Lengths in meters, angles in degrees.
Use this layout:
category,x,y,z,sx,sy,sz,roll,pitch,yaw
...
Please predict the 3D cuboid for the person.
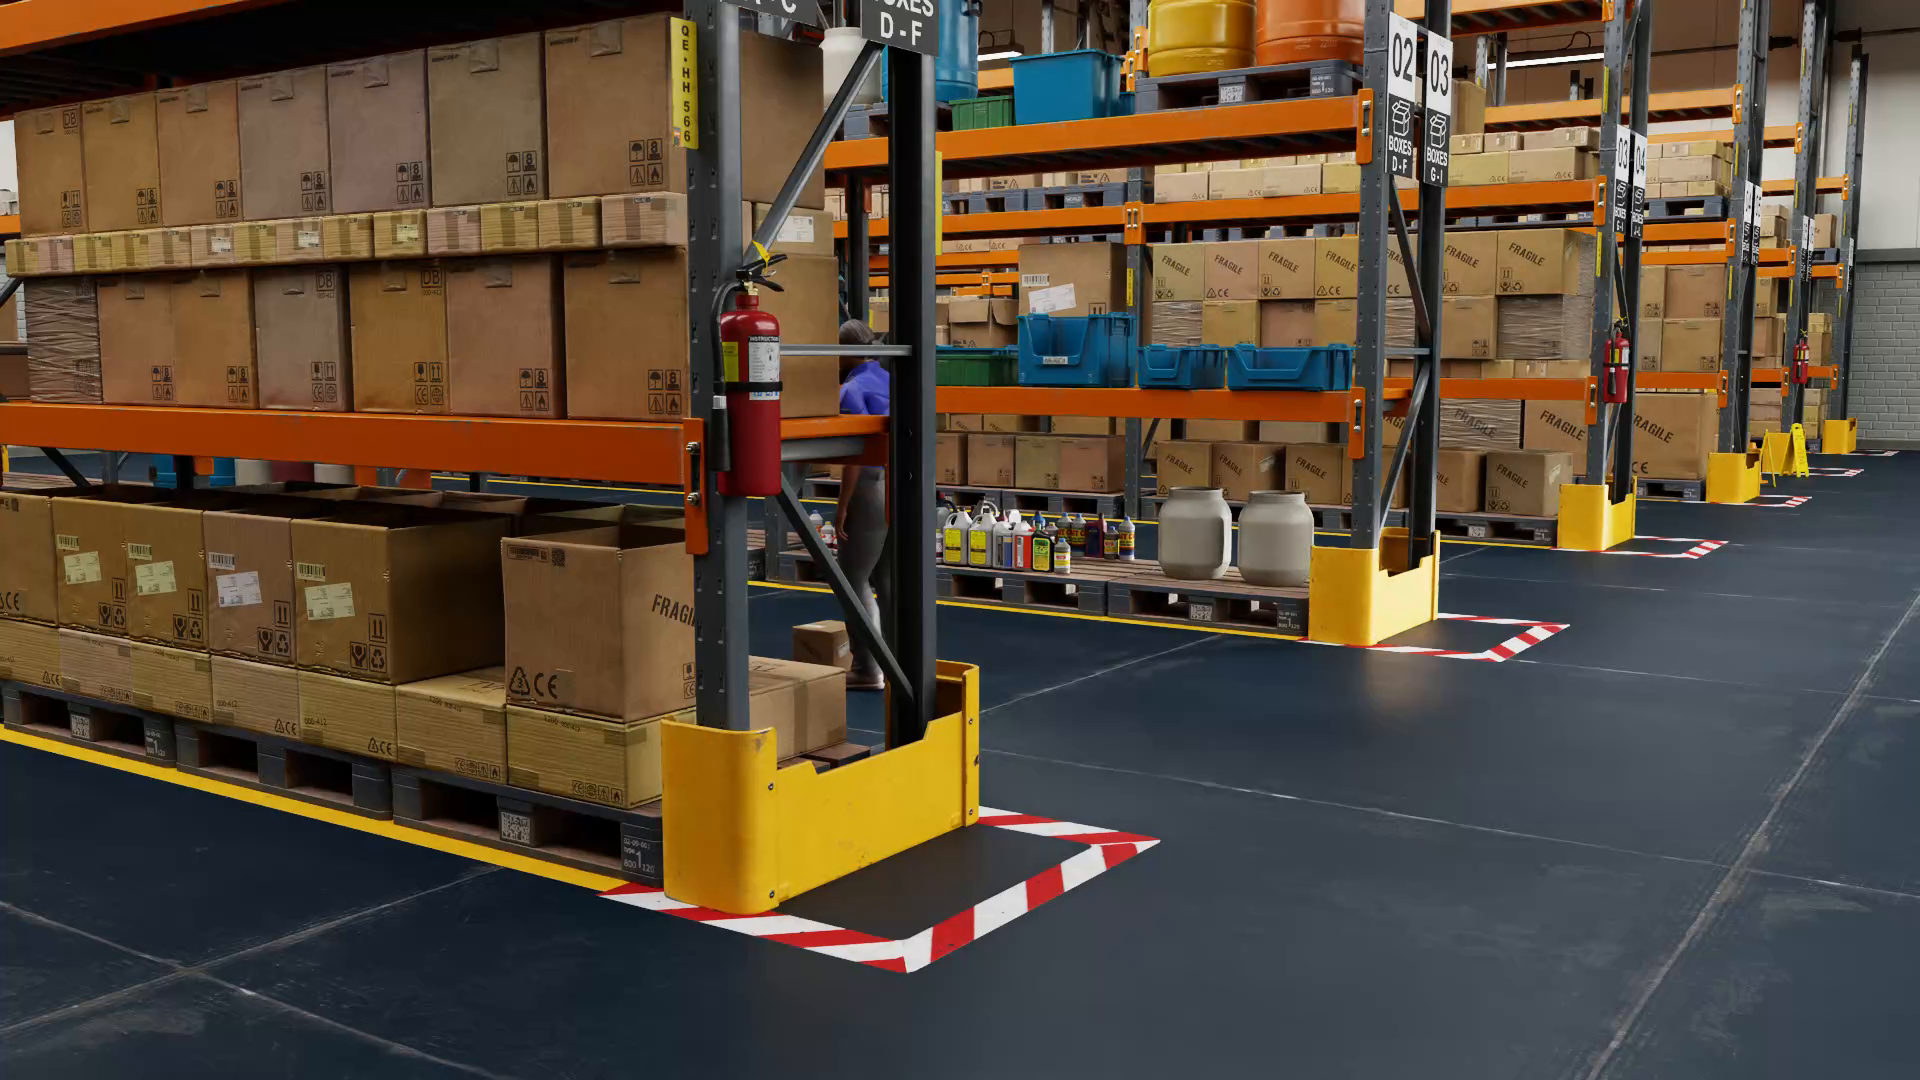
category,x,y,z,sx,sy,sz,roll,pitch,yaw
person,-0.395,-0.162,7.478,0.350,1.653,0.527,4,7,30
